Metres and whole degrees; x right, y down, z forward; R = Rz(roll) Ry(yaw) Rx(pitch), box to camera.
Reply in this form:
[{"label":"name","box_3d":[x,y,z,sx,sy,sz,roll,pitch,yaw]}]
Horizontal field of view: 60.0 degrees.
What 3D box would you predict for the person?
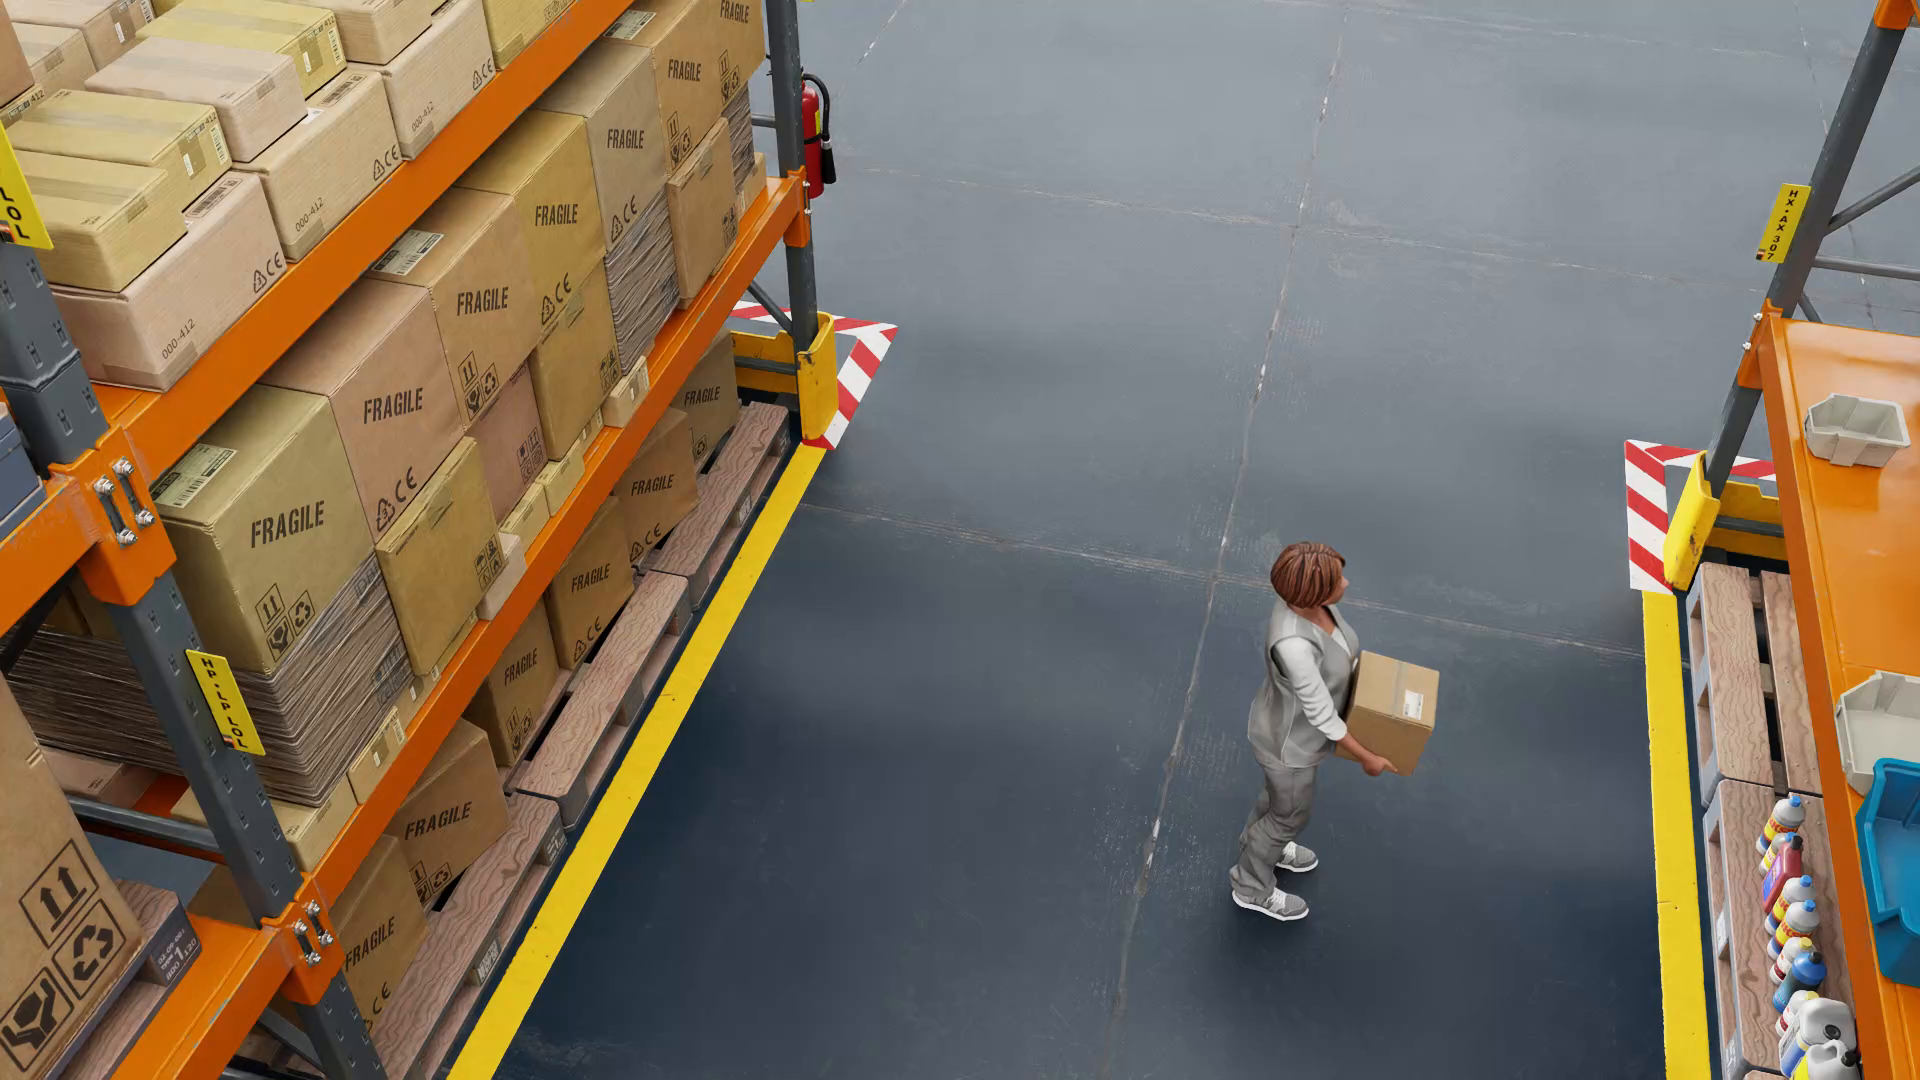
[{"label":"person","box_3d":[1.182,0.647,5.442,0.491,1.591,0.404,11,43,12]}]
